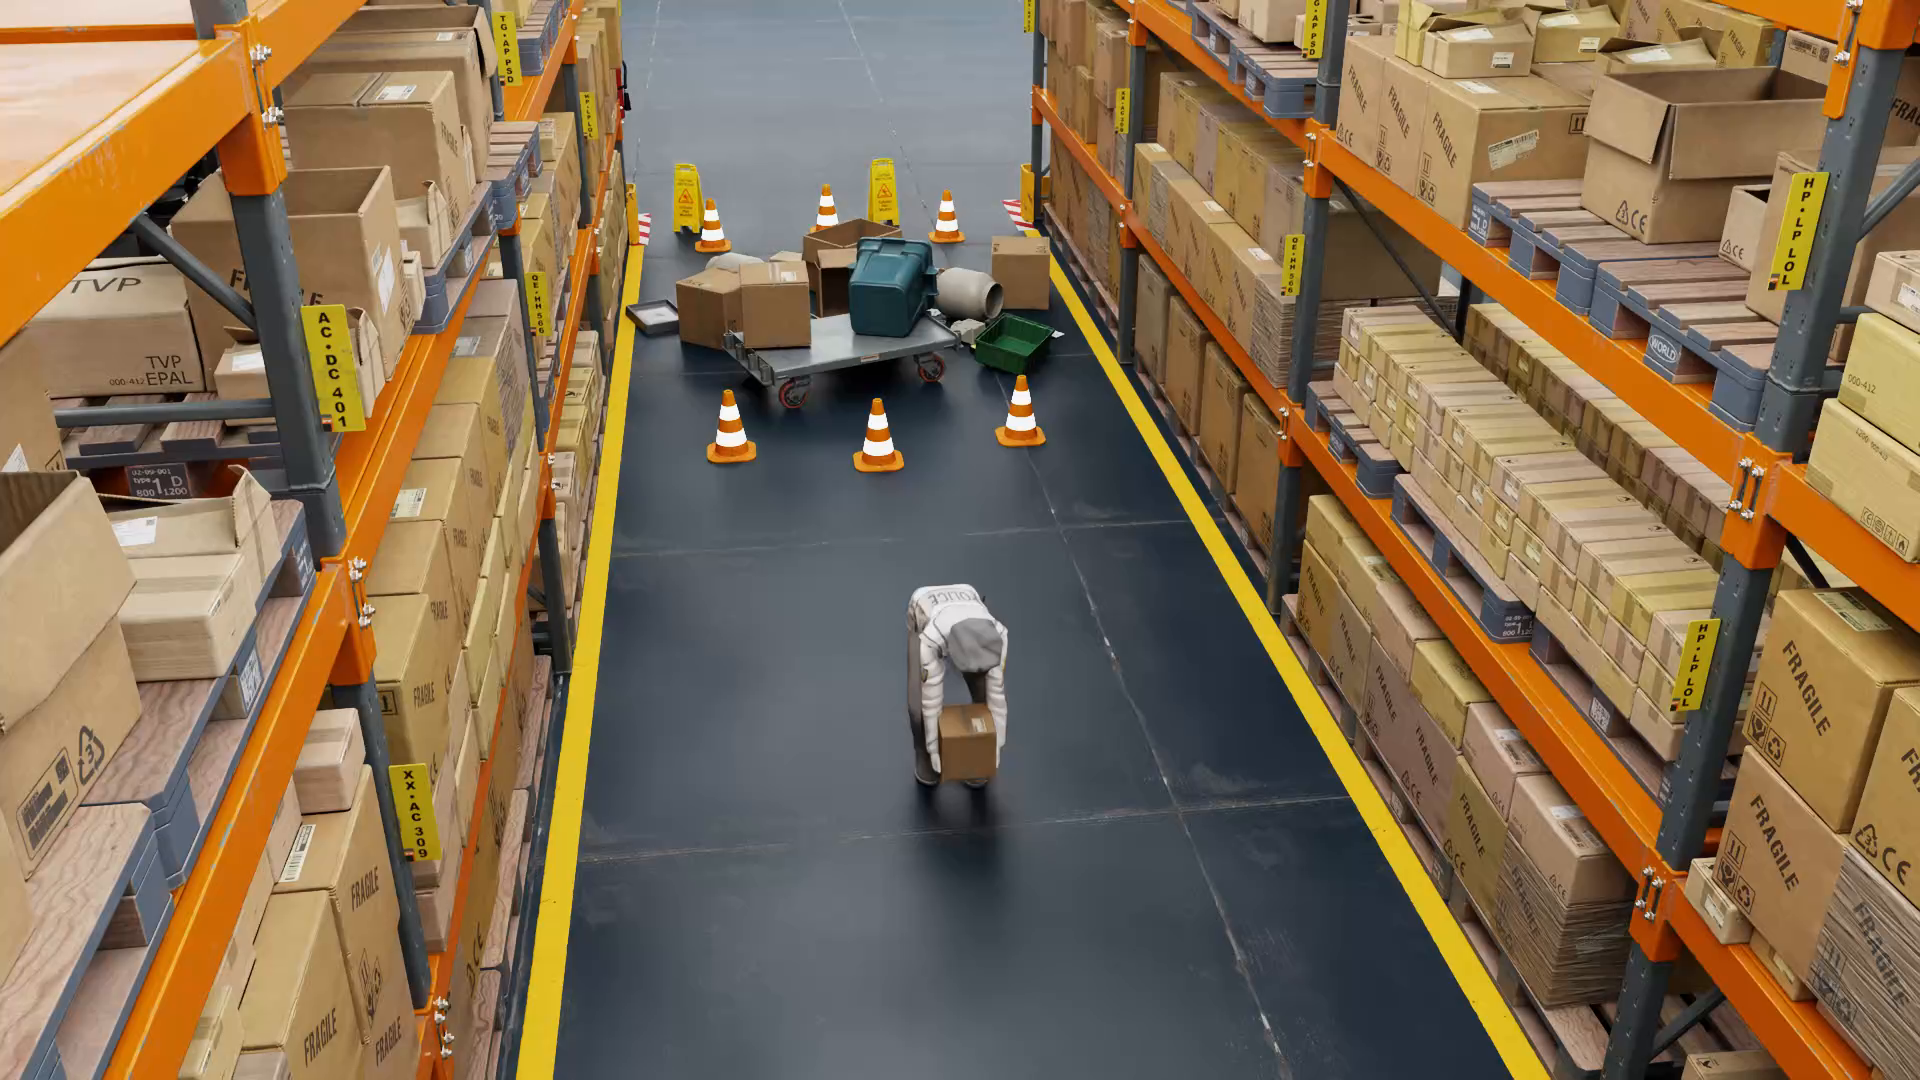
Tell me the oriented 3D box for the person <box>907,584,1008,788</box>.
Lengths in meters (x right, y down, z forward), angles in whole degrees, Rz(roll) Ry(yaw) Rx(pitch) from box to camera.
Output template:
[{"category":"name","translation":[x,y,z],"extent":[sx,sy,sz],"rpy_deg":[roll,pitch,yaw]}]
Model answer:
[{"category":"person","translation":[-0.014,0.718,7.816],"extent":[0.439,1.128,0.916],"rpy_deg":[-5,28,-9]}]
